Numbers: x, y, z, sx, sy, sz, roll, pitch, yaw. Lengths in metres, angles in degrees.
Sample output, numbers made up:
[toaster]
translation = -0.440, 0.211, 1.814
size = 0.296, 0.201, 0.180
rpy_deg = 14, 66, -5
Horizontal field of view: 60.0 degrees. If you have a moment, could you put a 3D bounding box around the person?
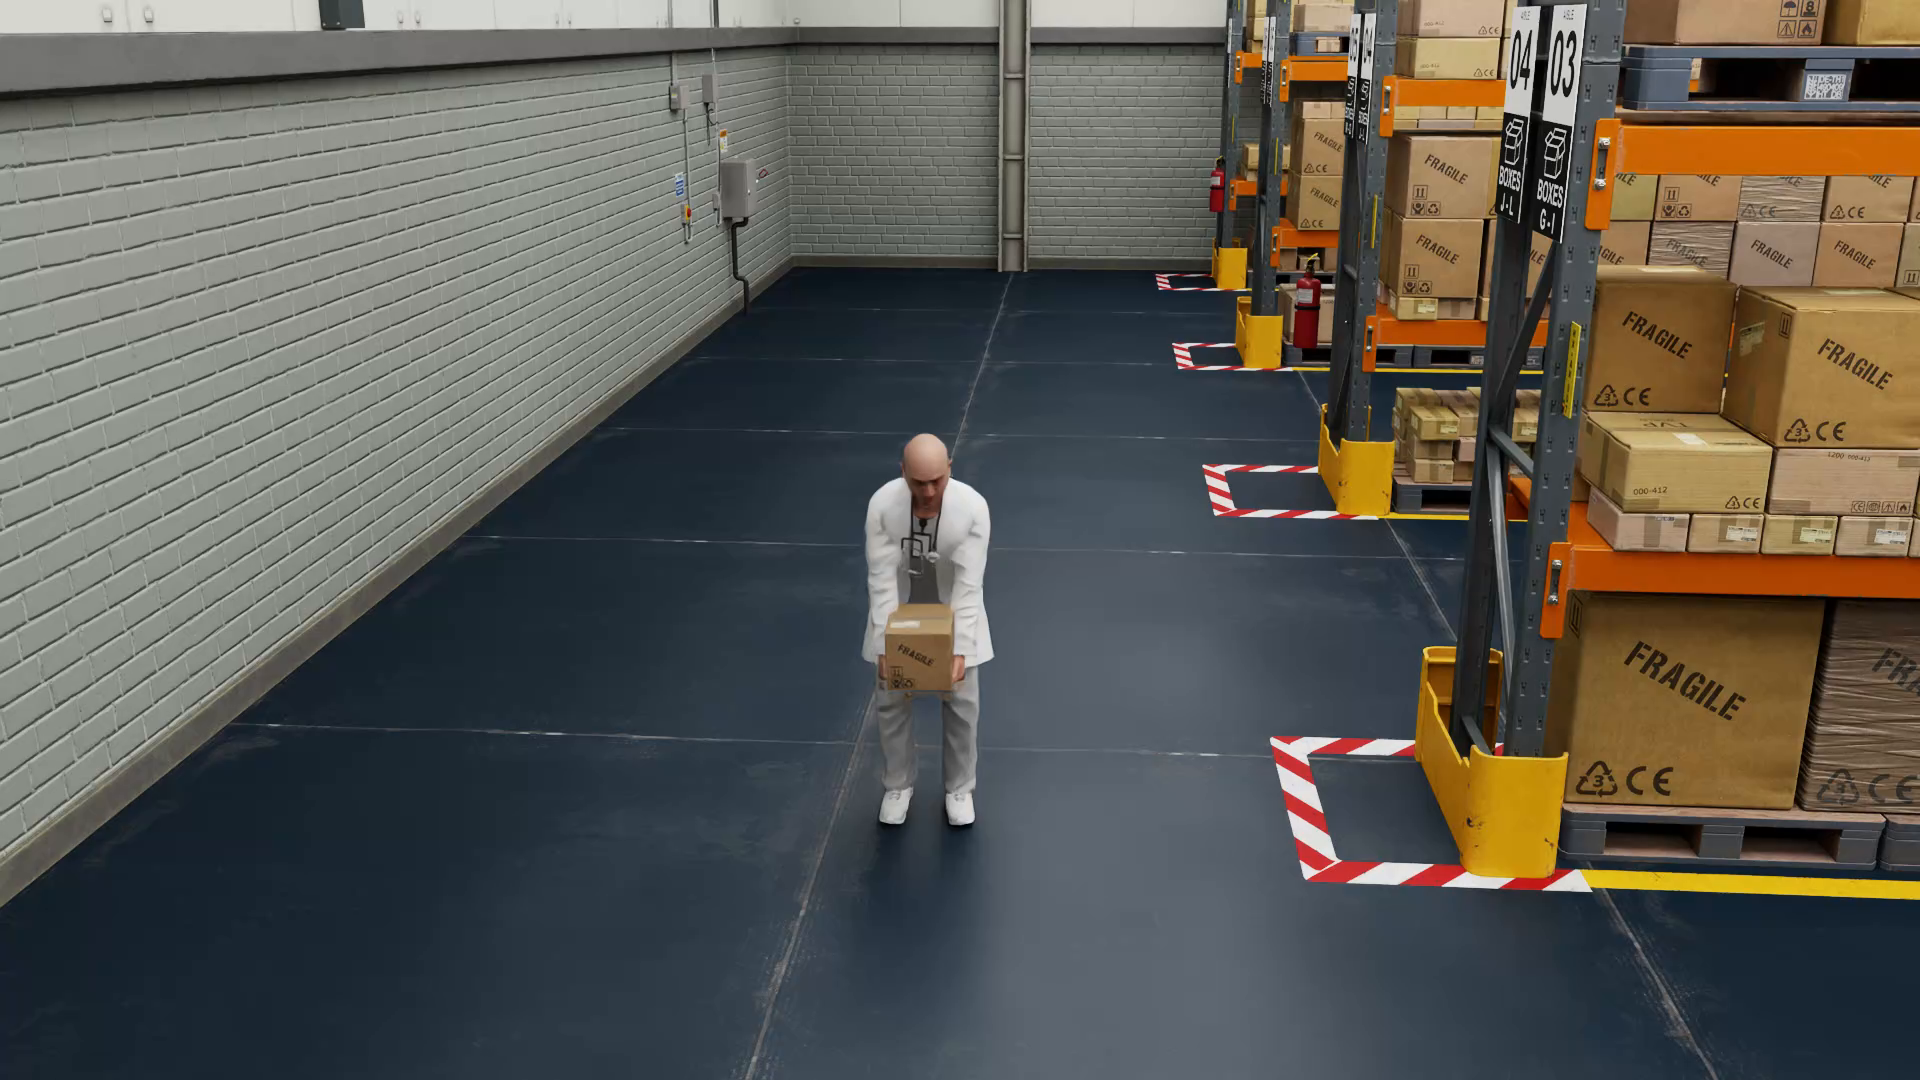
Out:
[person]
translation = -0.138, 0.354, 6.611
size = 0.540, 1.679, 0.627
rpy_deg = 1, 17, 3
